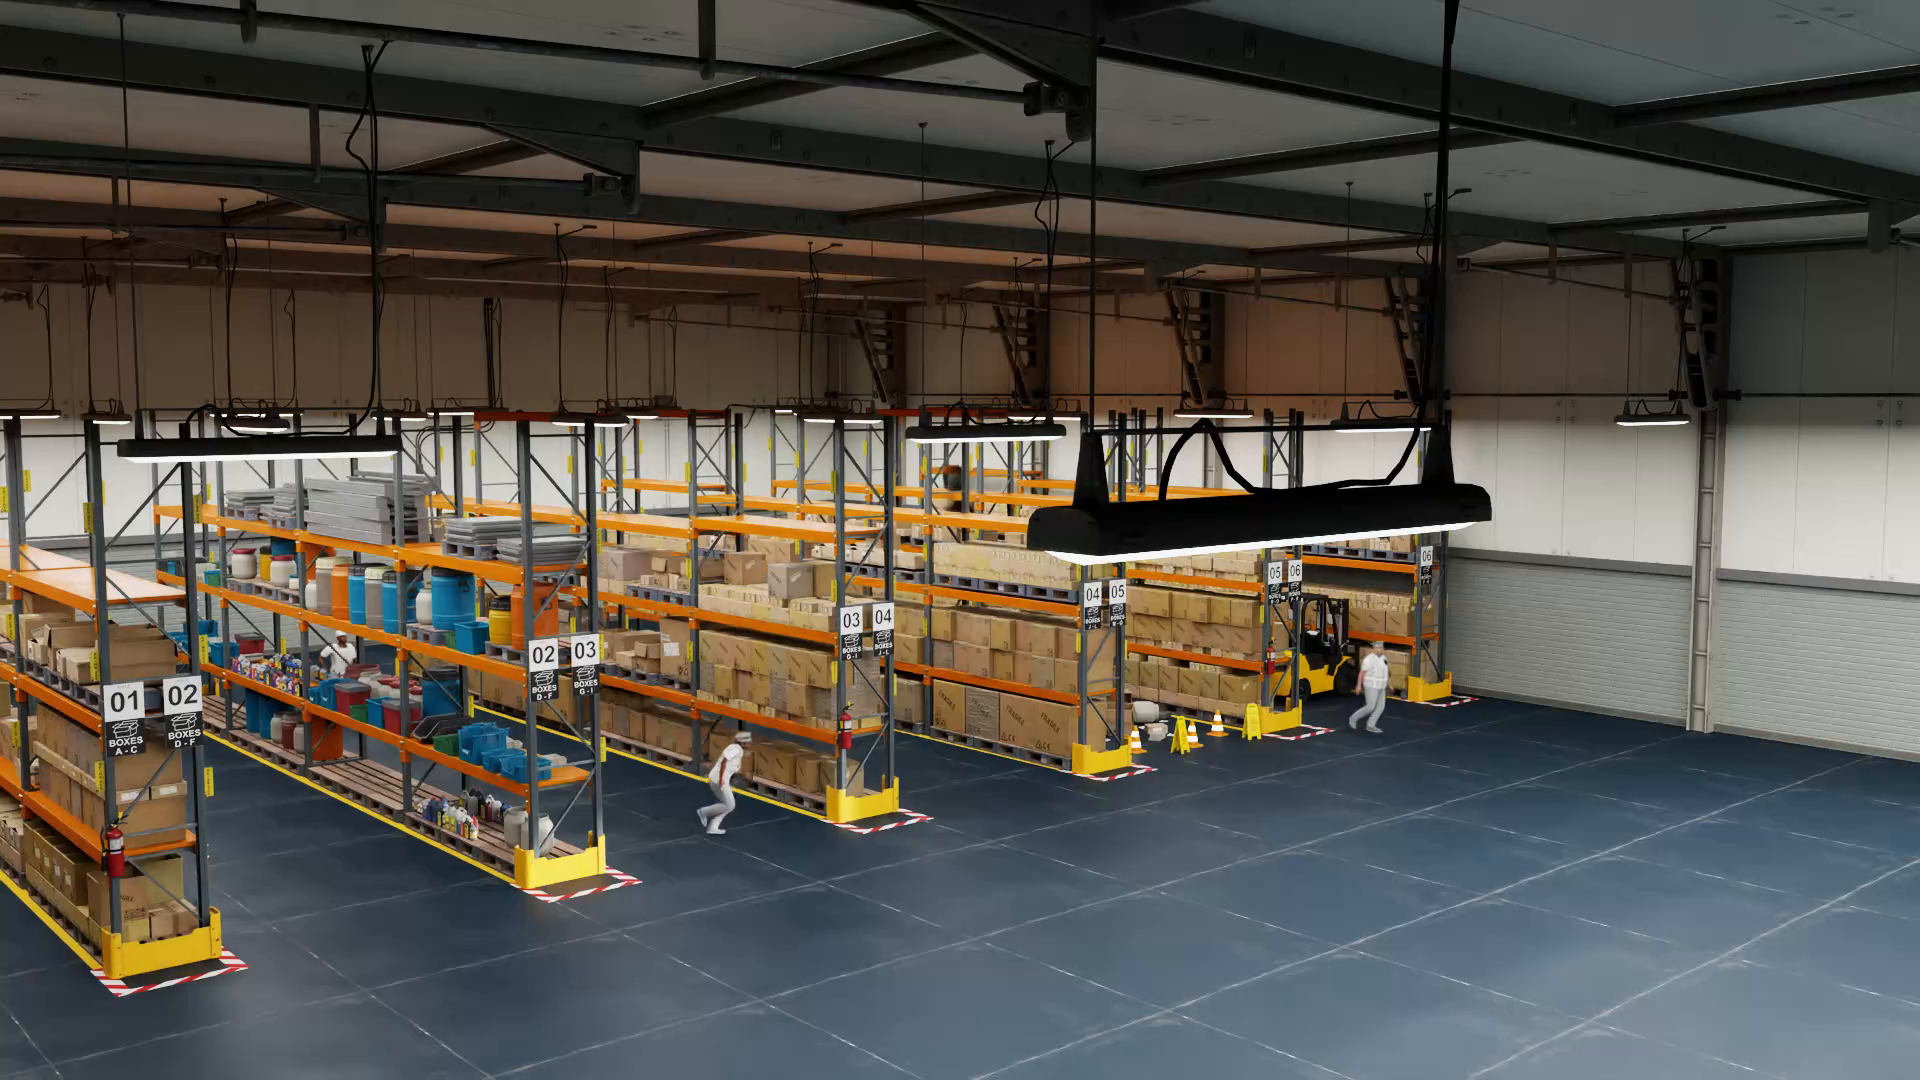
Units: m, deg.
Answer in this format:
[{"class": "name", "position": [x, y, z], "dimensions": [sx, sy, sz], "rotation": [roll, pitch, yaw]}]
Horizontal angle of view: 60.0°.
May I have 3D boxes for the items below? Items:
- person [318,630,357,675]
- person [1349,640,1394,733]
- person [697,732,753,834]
[{"class": "person", "position": [-11.965, 2.625, 32.234], "dimensions": [0.721, 1.790, 0.693], "rotation": [4, 6, 39]}, {"class": "person", "position": [7.684, 2.734, 31.118], "dimensions": [0.776, 1.733, 0.589], "rotation": [-4, 6, -35]}, {"class": "person", "position": [-3.369, 3.512, 23.868], "dimensions": [0.811, 1.476, 0.596], "rotation": [-1, 5, -9]}]
